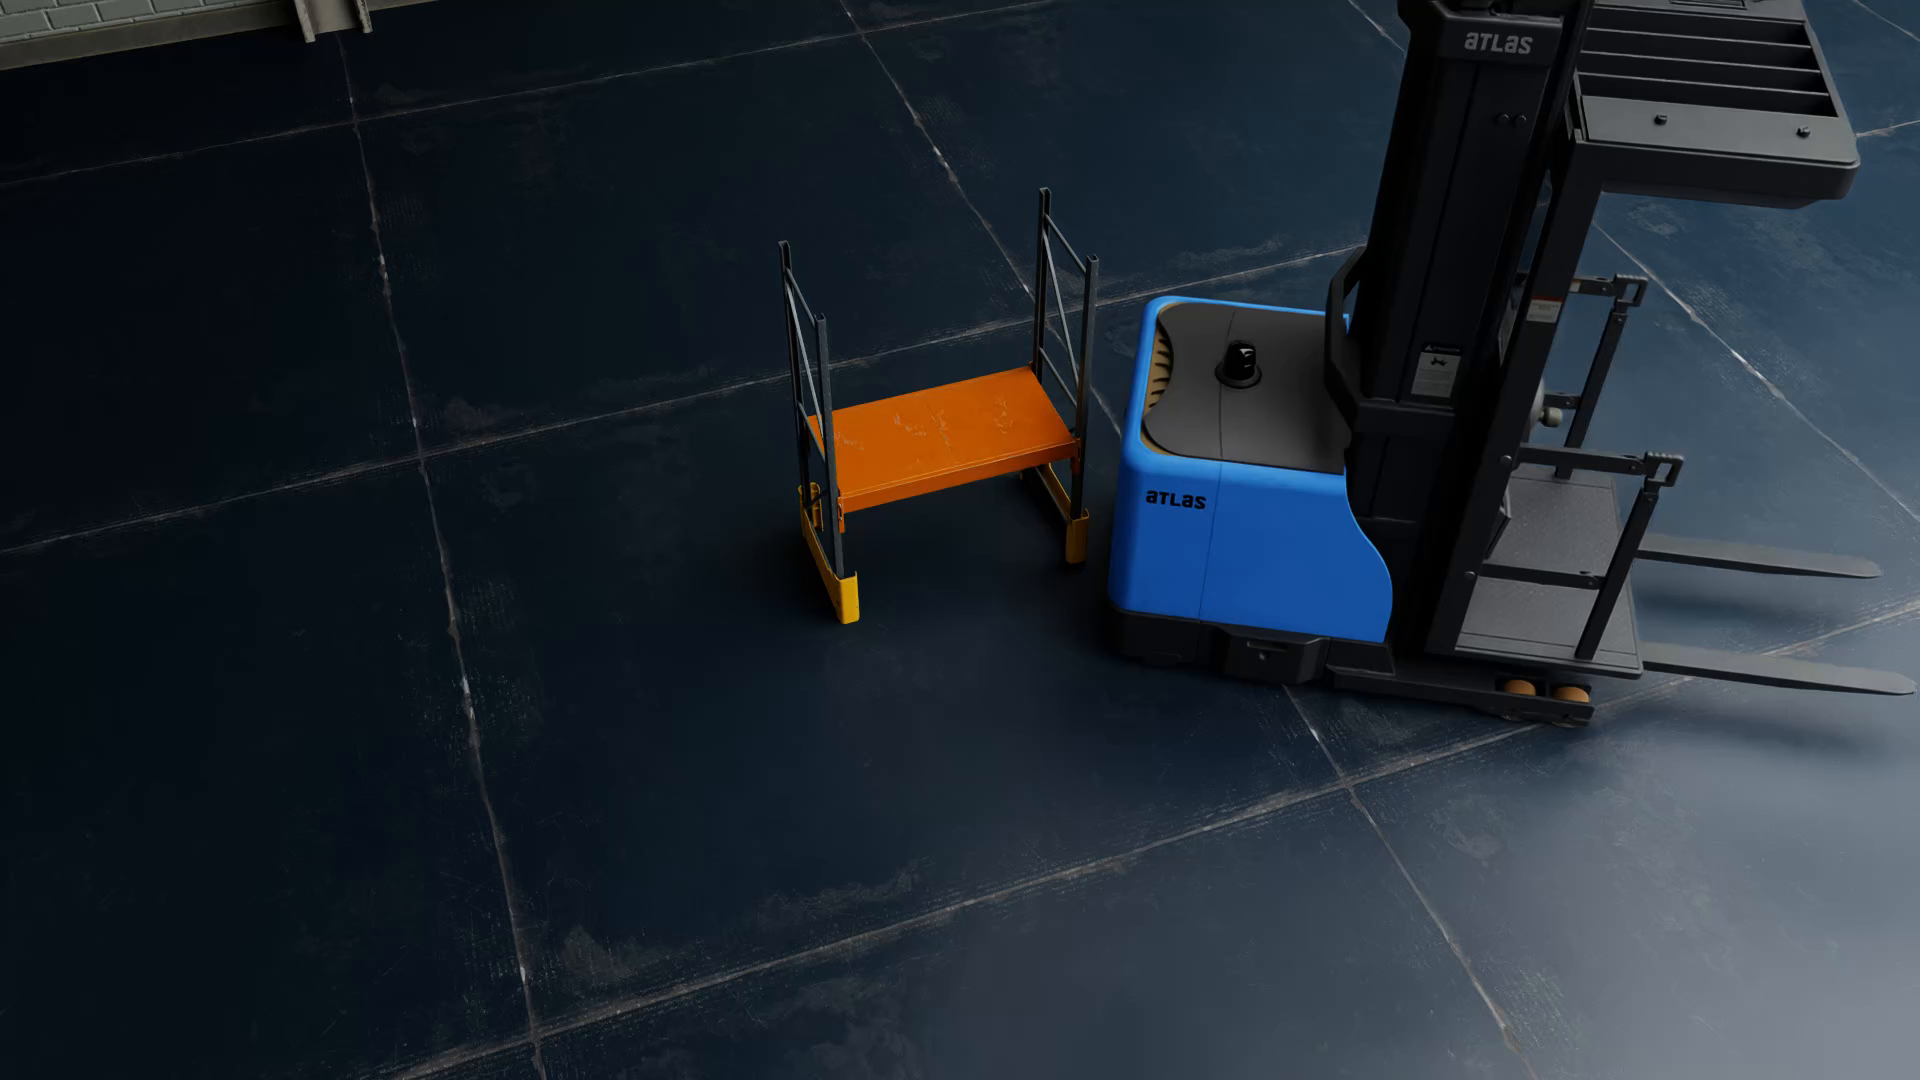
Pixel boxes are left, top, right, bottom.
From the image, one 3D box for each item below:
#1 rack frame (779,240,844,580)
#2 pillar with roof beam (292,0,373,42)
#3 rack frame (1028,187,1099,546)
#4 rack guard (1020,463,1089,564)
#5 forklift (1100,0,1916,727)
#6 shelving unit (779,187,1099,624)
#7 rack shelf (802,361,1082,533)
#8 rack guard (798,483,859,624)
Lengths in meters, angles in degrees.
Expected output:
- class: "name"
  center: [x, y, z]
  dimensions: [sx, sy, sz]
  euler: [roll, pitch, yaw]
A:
- class: "rack frame"
  center: [-0.558, -0.387, 6.386]
  dimensions: [0.032, 1.500, 0.500]
  euler: [-14, 47, -14]
- class: "pillar with roof beam"
  center: [-2.364, -3.467, 4.162]
  dimensions: [0.400, 9.000, 9.100]
  euler: [-14, 47, -14]
- class: "rack frame"
  center: [0.398, -0.631, 6.629]
  dimensions: [0.032, 1.500, 0.500]
  euler: [-14, 47, -14]
- class: "rack guard"
  center: [0.397, -0.190, 7.072]
  dimensions: [0.087, 0.250, 0.587]
  euler: [-14, 47, -14]
- class: "forklift"
  center: [2.121, -0.729, 5.716]
  dimensions: [3.031, 2.935, 1.130]
  euler: [7, 46, 7]
- class: "shelving unit"
  center: [-0.072, -0.511, 6.510]
  dimensions: [1.083, 1.500, 0.587]
  euler: [-14, 47, -14]
- class: "rack shelf"
  center: [-0.080, -0.382, 6.635]
  dimensions: [1.000, 0.185, 0.538]
  euler: [-14, 47, -14]
- class: "rack guard"
  center: [-0.540, 0.050, 6.833]
  dimensions: [0.087, 0.250, 0.587]
  euler: [-14, 47, -14]
